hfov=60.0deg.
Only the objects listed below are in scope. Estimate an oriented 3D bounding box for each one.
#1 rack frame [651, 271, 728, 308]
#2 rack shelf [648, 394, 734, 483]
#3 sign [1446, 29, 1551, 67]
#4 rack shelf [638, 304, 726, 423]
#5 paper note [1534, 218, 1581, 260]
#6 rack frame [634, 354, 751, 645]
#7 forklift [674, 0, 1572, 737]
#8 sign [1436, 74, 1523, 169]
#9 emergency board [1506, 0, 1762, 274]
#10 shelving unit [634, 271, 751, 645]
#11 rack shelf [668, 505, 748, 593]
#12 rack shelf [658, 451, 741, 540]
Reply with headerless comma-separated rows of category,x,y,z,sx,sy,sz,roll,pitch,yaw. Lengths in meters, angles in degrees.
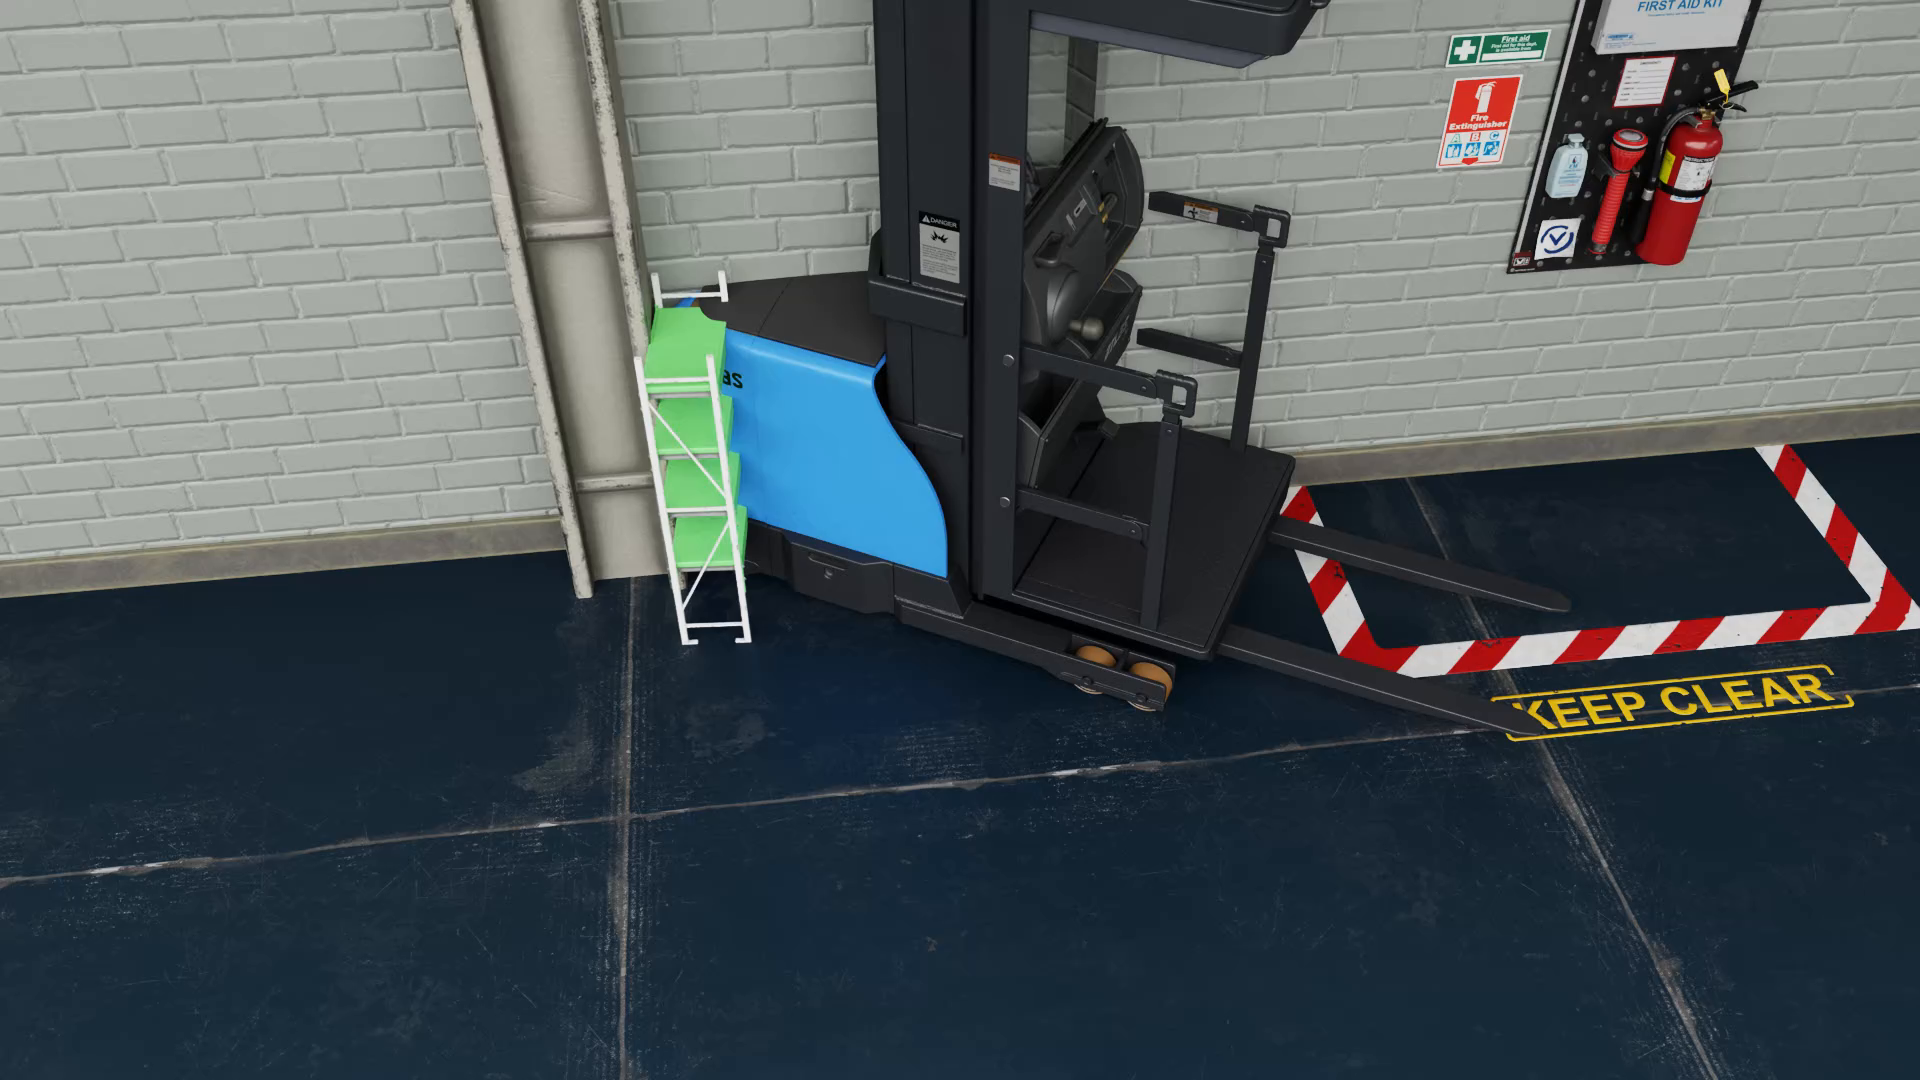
rack frame,-0.880,-0.415,5.822,0.240,1.200,0.015,-2,40,-1
rack shelf,-0.874,-0.391,5.522,0.258,0.148,0.480,-2,40,-1
sign,1.728,-1.579,5.339,0.331,0.109,0.001,-5,42,-6
rack shelf,-0.877,-0.574,5.366,0.258,0.148,0.480,-2,40,-1
paper note,2.100,-1.057,5.840,0.142,0.148,0.016,-5,42,-6
rack frame,-0.862,-0.099,5.450,0.240,1.200,0.015,-2,40,-1
forklift,0.573,-0.920,5.081,3.031,2.935,1.130,16,45,17
sign,1.722,-1.388,5.522,0.234,0.329,0.001,-5,42,-6
emergency board,2.284,-1.354,5.511,0.643,1.169,0.194,-5,42,-6
shelving unit,-0.871,-0.257,5.636,0.258,1.200,0.503,-2,40,-1
rack shelf,-0.866,-0.025,5.832,0.258,0.148,0.480,-2,40,-1
rack shelf,-0.870,-0.208,5.677,0.258,0.148,0.480,-2,40,-1
